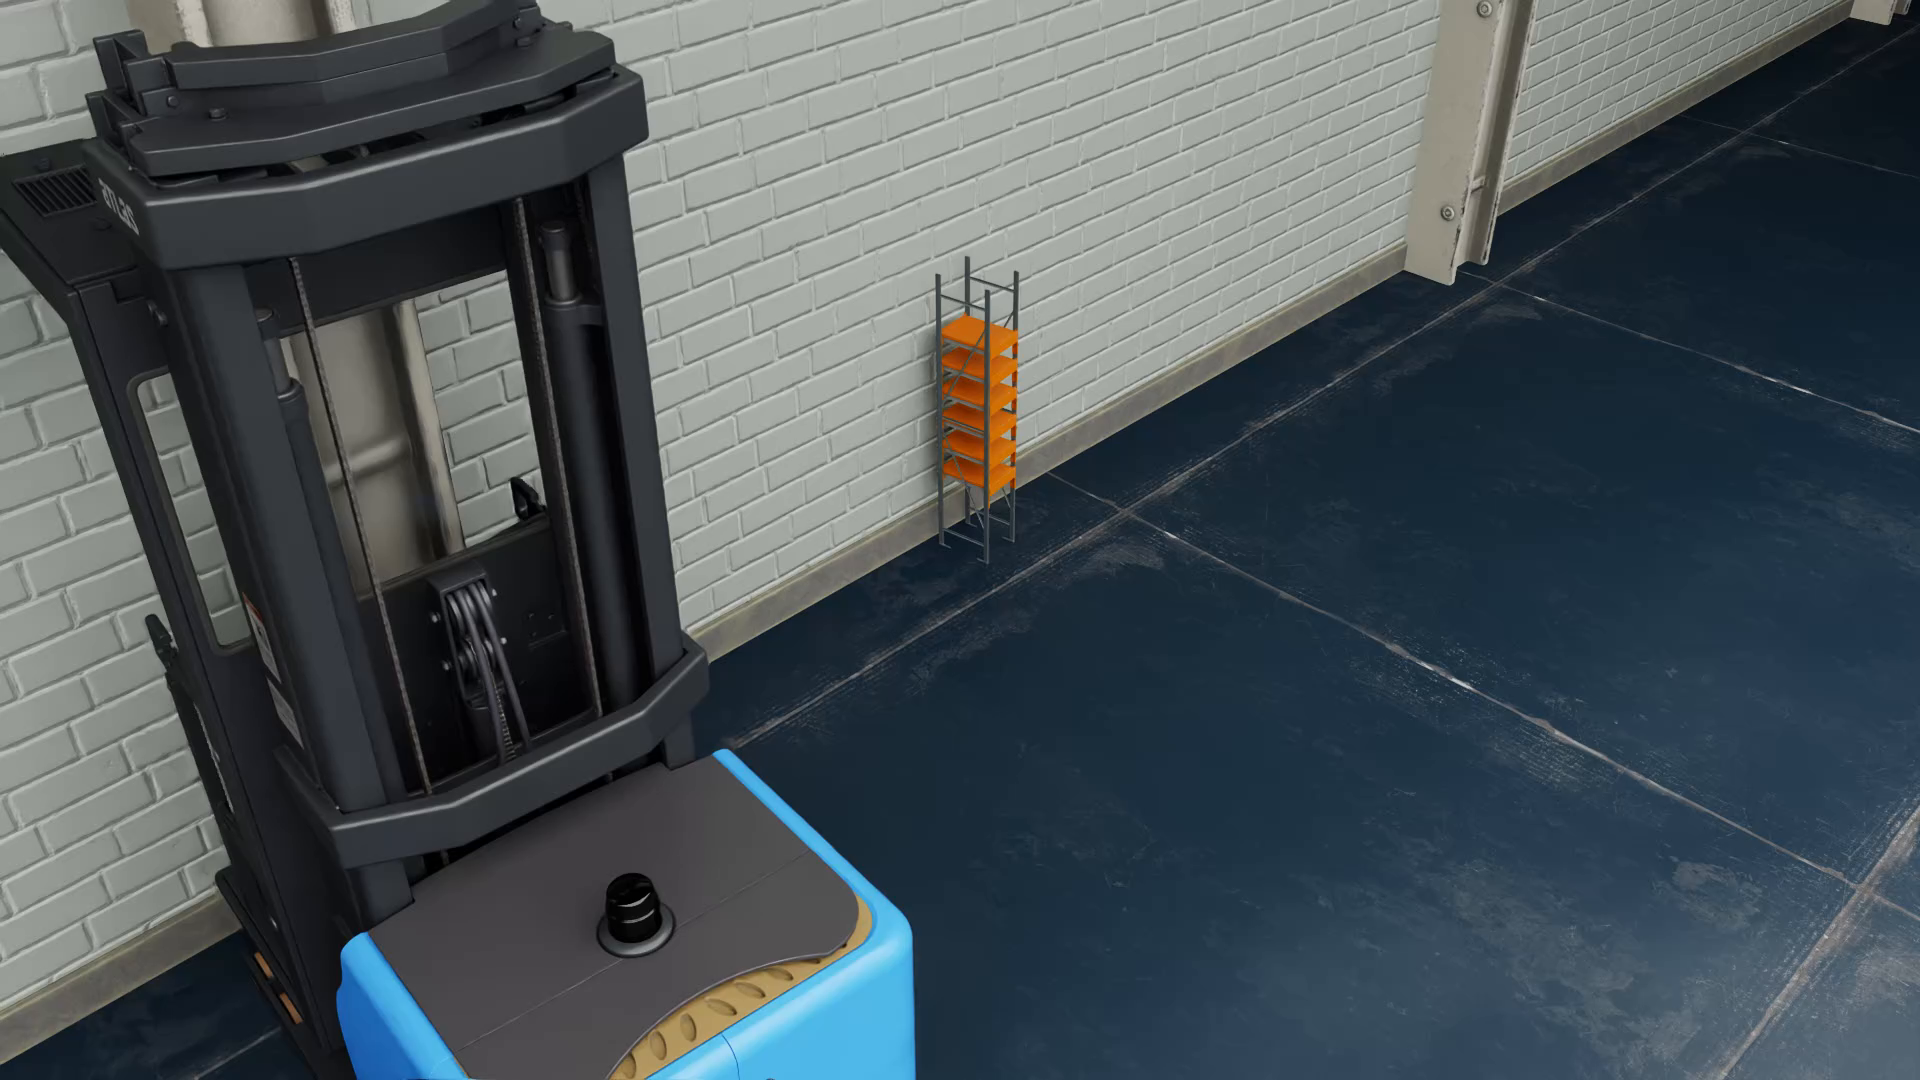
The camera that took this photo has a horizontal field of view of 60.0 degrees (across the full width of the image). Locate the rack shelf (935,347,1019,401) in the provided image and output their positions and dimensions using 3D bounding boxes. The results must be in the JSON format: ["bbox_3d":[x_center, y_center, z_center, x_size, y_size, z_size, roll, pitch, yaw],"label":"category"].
[{"bbox_3d":[0.065,-0.639,6.275,0.258,0.103,0.180,22,41,29],"label":"rack shelf"}]

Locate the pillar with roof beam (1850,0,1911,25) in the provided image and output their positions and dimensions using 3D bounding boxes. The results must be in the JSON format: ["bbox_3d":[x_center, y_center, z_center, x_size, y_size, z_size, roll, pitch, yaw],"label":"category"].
[{"bbox_3d":[9.855,-5.857,7.281,9.100,9.000,0.400,30,45,35],"label":"pillar with roof beam"}]

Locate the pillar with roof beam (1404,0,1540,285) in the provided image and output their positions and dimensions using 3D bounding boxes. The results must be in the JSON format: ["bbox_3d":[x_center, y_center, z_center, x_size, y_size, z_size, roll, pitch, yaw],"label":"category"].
[{"bbox_3d":[5.627,-3.421,3.788,9.100,9.000,0.400,30,45,35],"label":"pillar with roof beam"}]

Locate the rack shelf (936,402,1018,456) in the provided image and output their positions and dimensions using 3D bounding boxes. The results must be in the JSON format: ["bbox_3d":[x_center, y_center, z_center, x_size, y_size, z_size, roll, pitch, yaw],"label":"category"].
[{"bbox_3d":[0.065,-0.442,6.412,0.258,0.103,0.180,22,41,29],"label":"rack shelf"}]

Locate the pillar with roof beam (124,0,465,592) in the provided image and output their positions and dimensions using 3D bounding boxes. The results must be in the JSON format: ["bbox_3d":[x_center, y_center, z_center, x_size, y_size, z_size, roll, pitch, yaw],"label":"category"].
[{"bbox_3d":[1.400,-0.985,0.296,9.100,9.000,0.400,30,45,35],"label":"pillar with roof beam"}]

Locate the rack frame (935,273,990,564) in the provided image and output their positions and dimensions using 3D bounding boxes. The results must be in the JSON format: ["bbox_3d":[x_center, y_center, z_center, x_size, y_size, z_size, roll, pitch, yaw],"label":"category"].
[{"bbox_3d":[0.012,-0.436,6.326,0.240,1.200,0.006,22,41,29],"label":"rack frame"}]

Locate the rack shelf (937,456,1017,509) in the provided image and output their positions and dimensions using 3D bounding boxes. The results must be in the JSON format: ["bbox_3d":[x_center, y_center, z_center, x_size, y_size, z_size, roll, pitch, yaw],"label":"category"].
[{"bbox_3d":[0.066,-0.246,6.550,0.258,0.103,0.180,22,41,29],"label":"rack shelf"}]

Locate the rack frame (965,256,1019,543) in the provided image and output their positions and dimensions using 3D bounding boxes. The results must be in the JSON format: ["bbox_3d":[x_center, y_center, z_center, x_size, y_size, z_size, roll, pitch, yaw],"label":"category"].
[{"bbox_3d":[0.119,-0.522,6.448,0.240,1.200,0.006,22,41,29],"label":"rack frame"}]

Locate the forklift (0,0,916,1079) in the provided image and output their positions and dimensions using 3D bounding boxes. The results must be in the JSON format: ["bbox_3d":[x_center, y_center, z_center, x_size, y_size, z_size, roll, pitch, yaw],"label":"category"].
[{"bbox_3d":[-1.418,0.056,4.107,1.130,2.935,3.031,-25,42,-32],"label":"forklift"}]

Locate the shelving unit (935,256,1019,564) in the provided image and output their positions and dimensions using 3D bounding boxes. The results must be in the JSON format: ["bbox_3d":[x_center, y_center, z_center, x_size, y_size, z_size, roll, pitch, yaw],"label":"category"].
[{"bbox_3d":[0.065,-0.479,6.387,0.258,1.200,0.189,22,41,29],"label":"shelving unit"}]

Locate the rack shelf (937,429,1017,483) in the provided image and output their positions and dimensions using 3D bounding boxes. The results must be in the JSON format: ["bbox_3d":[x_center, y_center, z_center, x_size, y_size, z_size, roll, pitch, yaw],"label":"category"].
[{"bbox_3d":[0.066,-0.344,6.481,0.258,0.103,0.180,22,41,29],"label":"rack shelf"}]

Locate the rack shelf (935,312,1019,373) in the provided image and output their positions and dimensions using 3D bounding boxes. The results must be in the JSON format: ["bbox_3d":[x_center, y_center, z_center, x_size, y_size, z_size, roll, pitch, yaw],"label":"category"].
[{"bbox_3d":[0.064,-0.738,6.206,0.258,0.103,0.180,22,41,29],"label":"rack shelf"}]

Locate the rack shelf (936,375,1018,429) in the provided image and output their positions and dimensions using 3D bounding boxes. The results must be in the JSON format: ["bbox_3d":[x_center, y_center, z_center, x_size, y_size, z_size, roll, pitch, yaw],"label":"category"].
[{"bbox_3d":[0.065,-0.541,6.344,0.258,0.103,0.180,22,41,29],"label":"rack shelf"}]
